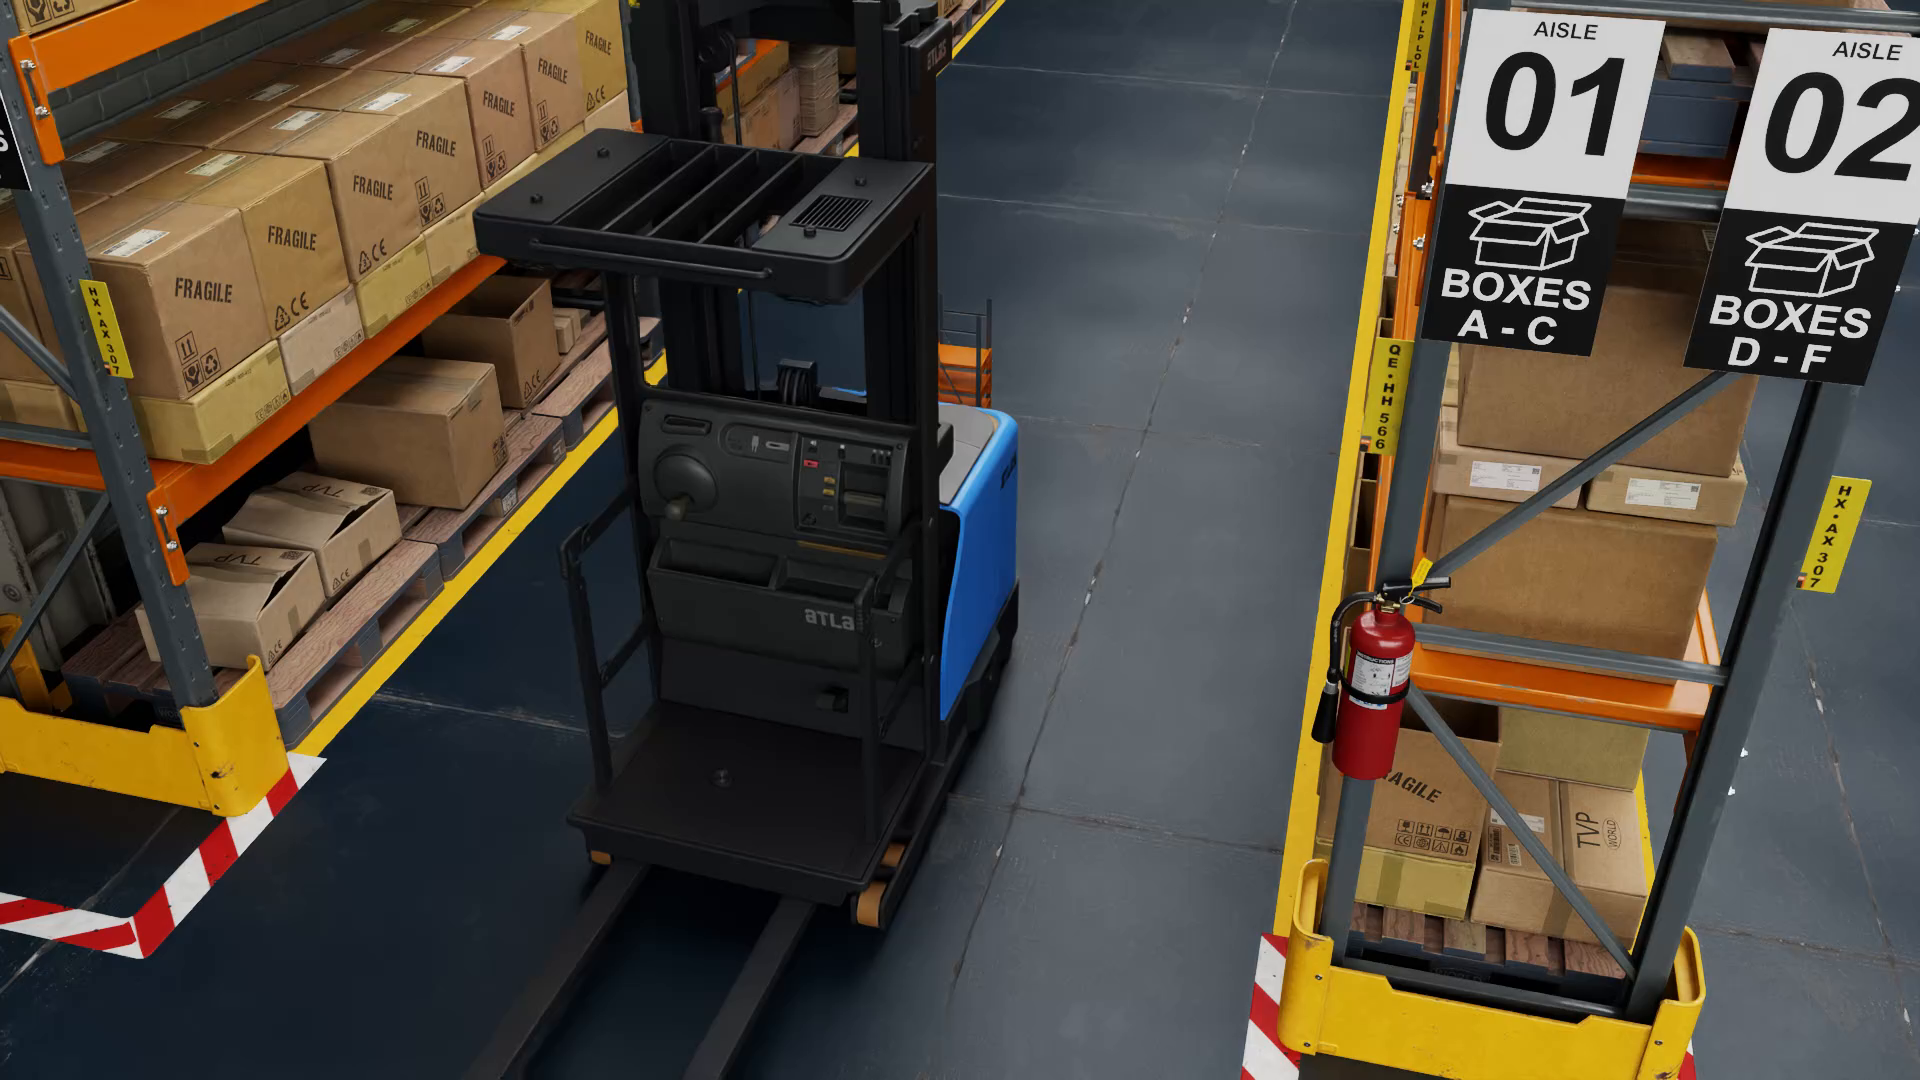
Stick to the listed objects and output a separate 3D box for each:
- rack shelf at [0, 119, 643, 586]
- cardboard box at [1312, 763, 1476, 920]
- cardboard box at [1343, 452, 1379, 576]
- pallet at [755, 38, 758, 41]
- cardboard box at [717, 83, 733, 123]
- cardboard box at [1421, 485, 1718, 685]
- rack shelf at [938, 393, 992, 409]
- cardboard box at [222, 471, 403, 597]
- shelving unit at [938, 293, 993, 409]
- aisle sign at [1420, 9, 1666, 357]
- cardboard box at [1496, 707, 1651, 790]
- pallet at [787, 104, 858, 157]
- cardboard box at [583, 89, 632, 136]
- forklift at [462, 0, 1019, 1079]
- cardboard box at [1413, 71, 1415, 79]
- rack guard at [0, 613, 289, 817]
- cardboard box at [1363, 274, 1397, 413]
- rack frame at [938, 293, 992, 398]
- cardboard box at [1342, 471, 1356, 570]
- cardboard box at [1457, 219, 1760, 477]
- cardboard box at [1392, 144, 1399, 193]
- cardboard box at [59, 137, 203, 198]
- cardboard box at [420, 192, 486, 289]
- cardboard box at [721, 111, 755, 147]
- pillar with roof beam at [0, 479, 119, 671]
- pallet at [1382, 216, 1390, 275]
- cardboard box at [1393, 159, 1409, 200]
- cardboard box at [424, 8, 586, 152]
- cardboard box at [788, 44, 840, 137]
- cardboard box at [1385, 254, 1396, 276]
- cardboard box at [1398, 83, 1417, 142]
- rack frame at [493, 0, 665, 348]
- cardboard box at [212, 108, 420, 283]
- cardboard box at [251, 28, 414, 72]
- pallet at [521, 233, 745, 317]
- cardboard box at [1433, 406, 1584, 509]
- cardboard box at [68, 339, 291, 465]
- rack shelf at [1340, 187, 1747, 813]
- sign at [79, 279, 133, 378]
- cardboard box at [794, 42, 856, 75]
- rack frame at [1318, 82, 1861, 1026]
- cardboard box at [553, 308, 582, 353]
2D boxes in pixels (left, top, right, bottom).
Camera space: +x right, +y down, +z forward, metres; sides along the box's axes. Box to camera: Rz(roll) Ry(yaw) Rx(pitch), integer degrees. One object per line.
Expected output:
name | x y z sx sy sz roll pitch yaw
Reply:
rack shelf | -2.678 -1.098 7.352 1.077 0.370 4.000 8 33 12
cardboard box | 1.457 0.973 5.594 0.500 0.250 0.500 8 33 12
cardboard box | 1.823 -0.124 6.621 0.500 0.500 0.500 8 33 12
pallet | -1.618 -3.401 10.483 1.003 0.211 1.213 8 33 12
cardboard box | -1.763 -2.770 10.533 0.500 0.250 0.500 7 33 11
cardboard box | 1.738 0.026 4.820 0.700 0.500 0.500 8 33 12
rack shelf | -0.004 -0.563 7.376 0.258 0.103 0.180 8 33 12
cardboard box | -2.778 -0.057 7.140 0.500 0.311 0.500 11 34 16
shelving unit | -0.004 -0.499 7.416 0.258 1.200 0.189 8 33 12
aisle sign | 1.306 -0.794 3.780 0.394 0.787 0.004 8 33 12
cardboard box | 2.083 0.468 5.691 0.500 0.500 0.500 8 33 12
pallet | -1.355 -2.933 12.167 1.003 0.211 1.213 8 33 12
cardboard box | -1.997 -2.098 8.375 0.500 0.250 0.500 8 33 12
forklift | -0.680 -0.157 5.265 1.130 2.935 3.031 9 34 15
cardboard box | 3.779 -3.759 12.787 0.500 0.500 0.500 7 33 11
rack guard | -3.166 0.652 6.259 1.175 0.500 0.348 8 33 12
cardboard box | 2.202 -0.902 7.846 0.500 0.500 0.500 8 33 12
rack frame | 0.020 -0.546 7.491 0.240 1.200 0.006 8 33 12
cardboard box | 1.948 -0.067 7.231 0.500 0.250 0.500 8 33 12
cardboard box | 1.751 -0.549 4.515 0.700 0.500 0.500 8 33 13
cardboard box | 3.094 -2.367 10.849 0.500 0.250 0.500 7 33 11
cardboard box | -3.134 -1.159 6.199 0.500 0.500 0.500 8 33 13
cardboard box | -2.371 -1.316 7.145 0.500 0.250 0.500 8 33 13
cardboard box | -1.748 -2.489 10.789 0.700 0.500 0.500 8 33 13
pillar with roof beam | 0.320 -2.790 3.752 9.100 9.000 0.400 8 33 12
pallet | 3.079 -1.613 10.090 1.003 0.211 1.213 8 33 12
cardboard box | 2.834 -2.059 9.842 0.500 0.311 0.500 8 33 12
cardboard box | -2.112 -2.154 7.764 0.500 0.500 0.500 8 33 12
cardboard box | -1.287 -3.265 12.010 0.700 0.500 0.500 8 33 13
cardboard box | 2.448 -1.270 8.600 0.500 0.311 0.500 8 33 12
cardboard box | 3.220 -2.864 11.109 0.500 0.311 0.500 9 34 14
rack frame | -2.170 -2.440 8.791 1.000 3.000 0.127 8 33 12
cardboard box | -2.501 -1.355 6.507 0.500 0.500 0.500 7 33 11
cardboard box | -2.758 -1.960 7.459 0.500 0.500 0.500 9 34 14
pallet | -1.974 -1.667 10.175 1.003 0.211 1.213 8 33 12
cardboard box | 1.520 -0.231 4.620 0.380 0.149 0.250 7 33 12
cardboard box | -2.754 -0.519 5.892 0.500 0.250 0.500 7 33 11
rack shelf | 2.115 -0.426 6.294 1.077 0.370 4.000 8 33 12
sign | -2.660 -0.655 5.178 0.100 0.325 0.005 8 33 12
cardboard box | -0.842 -4.149 13.093 0.750 0.750 0.750 8 33 12
rack frame | 1.607 0.309 4.468 1.000 3.000 0.127 8 33 12
cardboard box | -2.277 -1.148 8.990 0.380 0.166 0.250 4 33 6
